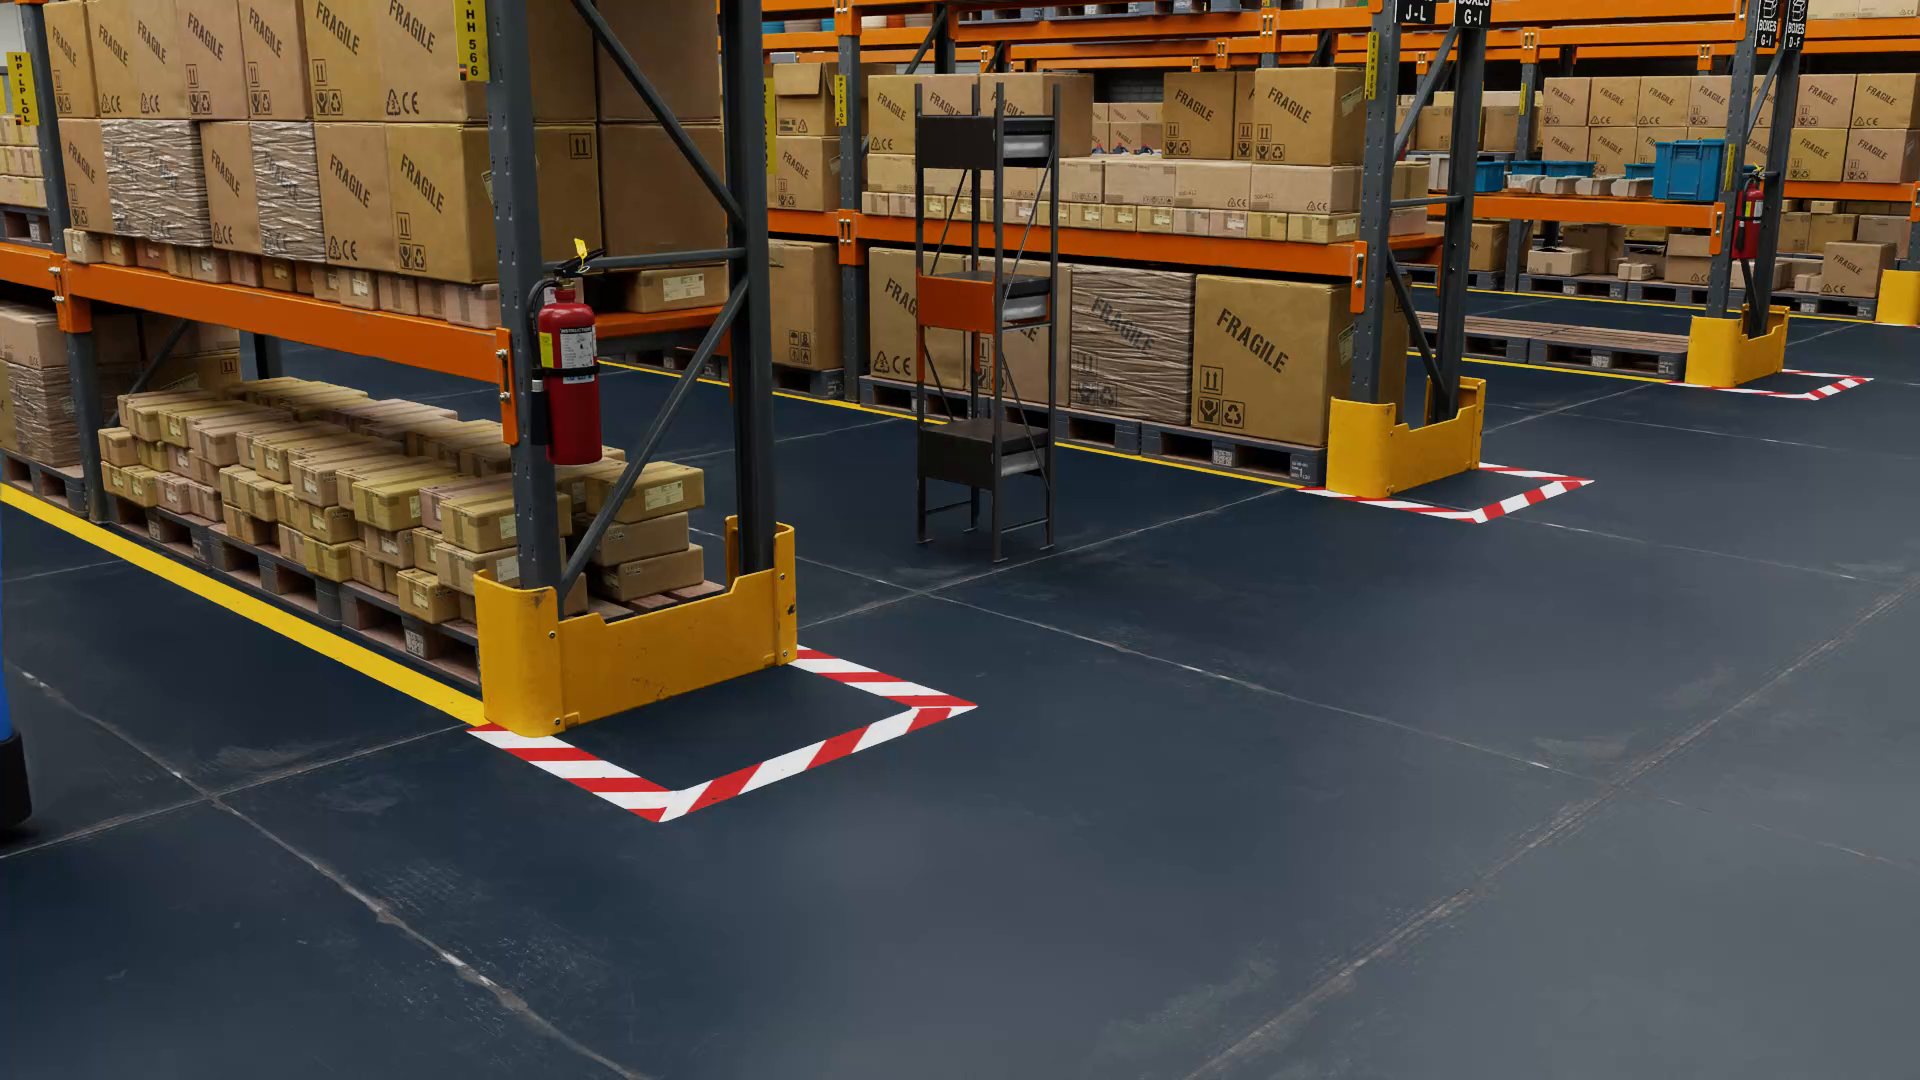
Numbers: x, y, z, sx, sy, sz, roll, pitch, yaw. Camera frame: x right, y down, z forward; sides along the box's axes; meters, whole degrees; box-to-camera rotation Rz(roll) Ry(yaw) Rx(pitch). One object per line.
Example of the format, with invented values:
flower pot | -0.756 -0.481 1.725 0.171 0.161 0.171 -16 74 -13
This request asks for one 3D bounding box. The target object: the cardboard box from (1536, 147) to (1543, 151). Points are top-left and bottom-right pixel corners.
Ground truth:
cardboard box | 8.202 -5.421 23.248 0.250 0.149 0.380 14 20 43

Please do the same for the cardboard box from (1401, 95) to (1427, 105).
cardboard box | 6.745 -6.529 24.685 0.250 0.149 0.380 11 18 35

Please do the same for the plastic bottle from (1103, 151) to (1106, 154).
plastic bottle | 1.421 -3.603 16.044 0.133 0.283 0.061 14 20 42

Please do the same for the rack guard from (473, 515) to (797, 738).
rack guard | -1.112 0.277 5.877 0.348 0.500 1.175 14 20 42

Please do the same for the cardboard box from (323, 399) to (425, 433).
cardboard box | -2.712 -0.546 7.719 0.250 0.149 0.380 12 19 40

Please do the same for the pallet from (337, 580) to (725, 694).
pallet | -1.672 0.268 6.484 1.213 0.211 1.003 14 20 42

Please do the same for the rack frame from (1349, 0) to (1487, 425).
rack frame | 2.458 -1.802 8.898 0.127 3.000 1.000 14 20 42

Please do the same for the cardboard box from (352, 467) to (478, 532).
cardboard box | -2.030 -0.154 6.216 0.250 0.149 0.380 13 20 41

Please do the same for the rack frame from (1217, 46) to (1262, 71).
rack frame | 3.578 -4.999 21.170 0.127 3.000 1.000 14 20 42

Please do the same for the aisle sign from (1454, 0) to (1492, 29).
aisle sign | 2.718 -3.102 8.731 0.004 0.787 0.394 14 20 42

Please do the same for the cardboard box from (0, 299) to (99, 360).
cardboard box | -5.009 -1.153 9.044 0.500 0.250 0.500 -13 20 -42

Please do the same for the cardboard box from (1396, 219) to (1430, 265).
cardboard box | 5.193 -3.513 19.550 0.500 0.500 0.500 14 20 43

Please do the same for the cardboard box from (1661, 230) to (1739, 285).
cardboard box | 7.814 -2.976 17.485 0.637 0.503 0.797 14 20 42

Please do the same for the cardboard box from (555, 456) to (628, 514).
cardboard box | -1.480 -0.211 6.433 0.380 0.149 0.250 -14 20 -43

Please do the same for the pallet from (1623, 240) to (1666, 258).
pallet | 9.285 -3.971 22.754 1.213 0.211 1.003 14 20 42

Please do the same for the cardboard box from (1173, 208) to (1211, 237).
cardboard box | 1.425 -1.816 9.452 0.250 0.149 0.380 14 20 43

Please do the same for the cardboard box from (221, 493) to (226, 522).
cardboard box | -3.056 -0.164 7.434 0.250 0.149 0.380 13 19 40

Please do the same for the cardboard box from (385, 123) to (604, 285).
cardboard box | -1.559 -1.144 5.584 0.500 0.500 0.500 -14 20 -43

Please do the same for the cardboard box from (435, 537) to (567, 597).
cardboard box | -1.635 0.073 5.936 0.250 0.149 0.380 13 19 41

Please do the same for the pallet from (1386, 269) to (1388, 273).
pallet | 4.963 -3.299 20.175 1.213 0.211 1.003 14 20 42

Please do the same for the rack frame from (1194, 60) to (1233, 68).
rack frame | 4.134 -6.599 27.310 0.127 3.000 1.000 14 20 42

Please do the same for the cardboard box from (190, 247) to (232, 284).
cardboard box | -2.978 -1.167 6.961 0.380 0.149 0.250 -13 20 -42

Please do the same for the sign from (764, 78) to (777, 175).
sign | -0.681 -1.437 5.780 0.005 0.325 0.100 14 20 42

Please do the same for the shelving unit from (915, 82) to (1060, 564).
shelving unit | 0.119 -0.987 7.556 0.503 2.100 0.431 14 20 42

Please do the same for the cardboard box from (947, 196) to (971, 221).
cardboard box | 0.131 -2.131 10.658 0.250 0.149 0.380 13 19 41

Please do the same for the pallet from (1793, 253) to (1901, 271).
pallet | 11.269 -3.489 20.904 1.213 0.211 1.003 14 20 42

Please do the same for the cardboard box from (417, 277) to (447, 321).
cardboard box | -1.641 -0.854 5.758 0.250 0.149 0.380 14 20 42

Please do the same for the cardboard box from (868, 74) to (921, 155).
cardboard box | -0.254 -2.806 10.972 0.500 0.500 0.500 14 20 42

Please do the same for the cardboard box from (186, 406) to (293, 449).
cardboard box | -3.255 -0.497 7.532 0.250 0.149 0.380 13 19 41

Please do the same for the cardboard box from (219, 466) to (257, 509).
cardboard box | -2.941 -0.245 7.156 0.250 0.149 0.380 13 20 42

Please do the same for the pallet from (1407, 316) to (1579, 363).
pallet | 4.455 -1.716 14.101 1.213 0.211 1.003 14 20 42

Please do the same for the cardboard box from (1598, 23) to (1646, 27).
cardboard box | 6.993 -5.460 17.287 0.500 0.250 0.500 14 20 42

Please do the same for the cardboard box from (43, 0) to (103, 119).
cardboard box | -3.781 -2.172 7.549 0.500 0.500 0.500 -14 20 -43

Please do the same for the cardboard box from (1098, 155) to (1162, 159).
cardboard box | 1.183 -2.275 10.422 0.500 0.250 0.500 13 20 41

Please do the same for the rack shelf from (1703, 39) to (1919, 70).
rack shelf | 11.333 -5.953 20.306 4.000 0.370 1.077 14 20 42

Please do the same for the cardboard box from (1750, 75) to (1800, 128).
cardboard box | 8.085 -4.338 16.449 0.500 0.500 0.500 -14 20 -43

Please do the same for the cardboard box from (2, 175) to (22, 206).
cardboard box | -4.725 -1.824 8.648 0.250 0.149 0.380 14 20 42

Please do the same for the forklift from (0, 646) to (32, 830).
forklift | -4.133 -0.667 4.677 3.031 2.935 1.130 9 17 31

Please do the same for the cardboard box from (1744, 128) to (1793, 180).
cardboard box | 8.094 -3.855 16.580 0.500 0.500 0.500 14 20 43

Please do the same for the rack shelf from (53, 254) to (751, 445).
rack shelf | -2.497 -0.921 6.945 4.000 0.370 1.077 14 20 42

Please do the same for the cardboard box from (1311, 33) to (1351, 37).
cardboard box | 4.657 -6.249 19.818 0.500 0.500 0.910 14 20 42

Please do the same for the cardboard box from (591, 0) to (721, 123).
cardboard box | -1.196 -1.722 5.821 0.500 0.500 0.500 14 20 42

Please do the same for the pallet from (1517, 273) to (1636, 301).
pallet | 6.951 -2.830 18.373 1.213 0.211 1.003 14 20 42

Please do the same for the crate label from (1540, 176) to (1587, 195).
crate label | 4.767 -2.810 13.171 0.243 0.136 0.396 14 20 42

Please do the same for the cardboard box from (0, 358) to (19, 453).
cardboard box | -5.013 -0.787 9.127 0.500 0.500 0.500 13 19 41

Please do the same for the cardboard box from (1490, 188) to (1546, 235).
cardboard box | 8.078 -4.755 23.664 0.750 0.750 0.750 14 20 42

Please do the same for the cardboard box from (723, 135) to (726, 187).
cardboard box | -1.680 -2.761 12.380 0.500 0.500 0.500 13 20 42

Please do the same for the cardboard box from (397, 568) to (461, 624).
cardboard box | -1.836 0.176 6.128 0.380 0.149 0.250 -14 20 -42

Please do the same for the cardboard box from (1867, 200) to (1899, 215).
cardboard box | 11.514 -4.147 20.737 0.250 0.149 0.380 14 20 43

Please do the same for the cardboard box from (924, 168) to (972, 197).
cardboard box | 0.090 -2.356 10.731 0.500 0.250 0.500 14 20 42

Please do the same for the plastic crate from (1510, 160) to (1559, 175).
plastic crate | 4.783 -3.035 13.843 0.300 0.233 0.416 14 20 42

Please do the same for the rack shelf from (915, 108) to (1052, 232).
rack shelf | 0.119 -1.651 7.383 0.480 0.518 0.431 14 20 42

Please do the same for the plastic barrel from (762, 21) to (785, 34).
plastic barrel | -2.226 -6.446 19.777 0.708 0.901 0.600 14 20 42

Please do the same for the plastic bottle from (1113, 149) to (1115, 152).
plastic bottle | 1.547 -3.851 16.995 0.133 0.283 0.061 14 20 42

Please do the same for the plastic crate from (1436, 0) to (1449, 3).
plastic crate | 3.721 -4.522 13.648 0.590 0.269 0.497 14 20 42

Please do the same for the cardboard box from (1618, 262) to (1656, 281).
cardboard box | 7.239 -2.879 17.779 0.250 0.166 0.380 14 20 42

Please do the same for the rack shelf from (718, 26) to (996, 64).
rack shelf | -1.303 -5.554 18.778 4.000 0.370 1.077 14 20 42

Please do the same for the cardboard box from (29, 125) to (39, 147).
cardboard box | -4.361 -2.024 8.235 0.380 0.149 0.250 -13 20 -42
